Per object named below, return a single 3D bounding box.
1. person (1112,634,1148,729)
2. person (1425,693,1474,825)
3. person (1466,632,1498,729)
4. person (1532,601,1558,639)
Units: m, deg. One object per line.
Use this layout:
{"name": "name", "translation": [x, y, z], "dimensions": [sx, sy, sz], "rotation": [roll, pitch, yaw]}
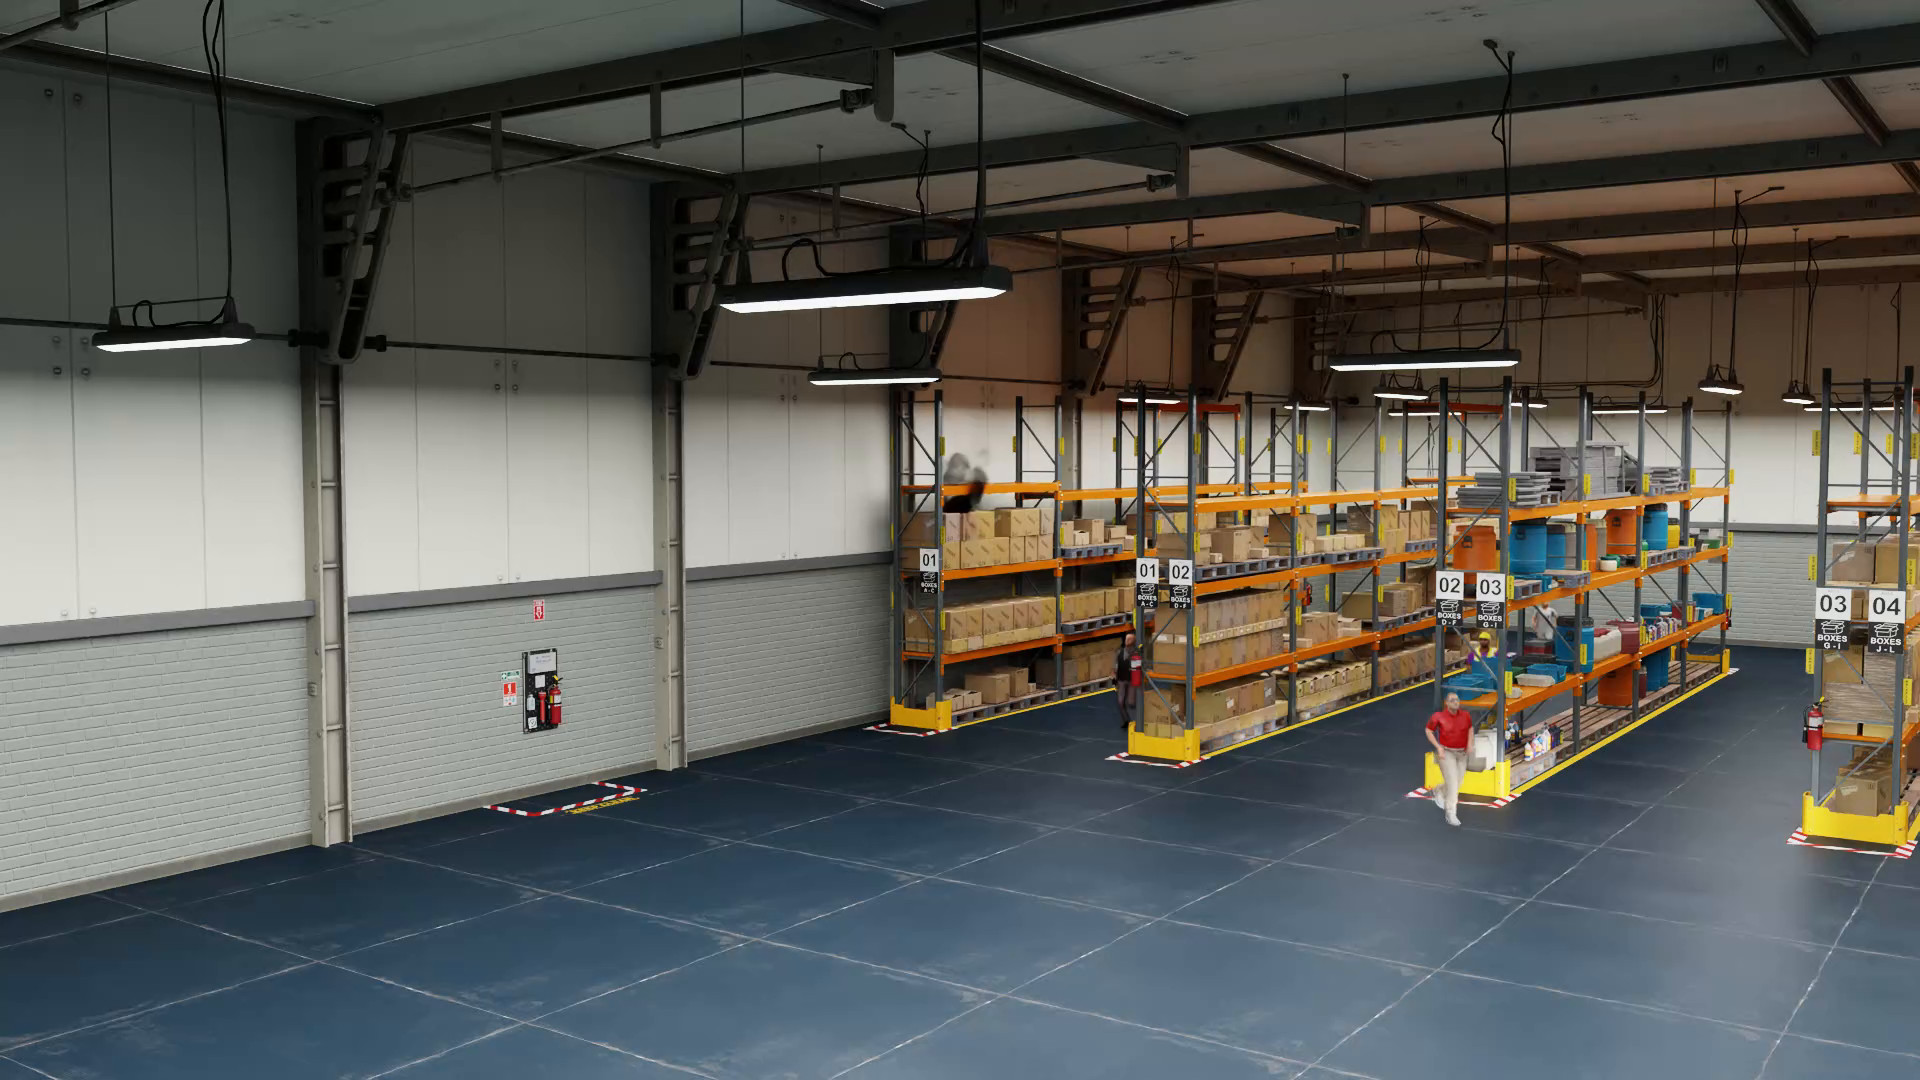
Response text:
{"name": "person", "translation": [2.994, 2.499, 29.485], "dimensions": [0.657, 1.672, 0.609], "rotation": [2, 4, 32]}
{"name": "person", "translation": [6.568, 2.902, 22.332], "dimensions": [0.668, 1.751, 0.793], "rotation": [-1, 3, -12]}
{"name": "person", "translation": [9.233, 2.486, 29.294], "dimensions": [0.691, 1.724, 0.586], "rotation": [2, 4, 34]}
{"name": "person", "translation": [13.216, 2.077, 37.578], "dimensions": [0.576, 1.639, 0.741], "rotation": [1, 3, 20]}
